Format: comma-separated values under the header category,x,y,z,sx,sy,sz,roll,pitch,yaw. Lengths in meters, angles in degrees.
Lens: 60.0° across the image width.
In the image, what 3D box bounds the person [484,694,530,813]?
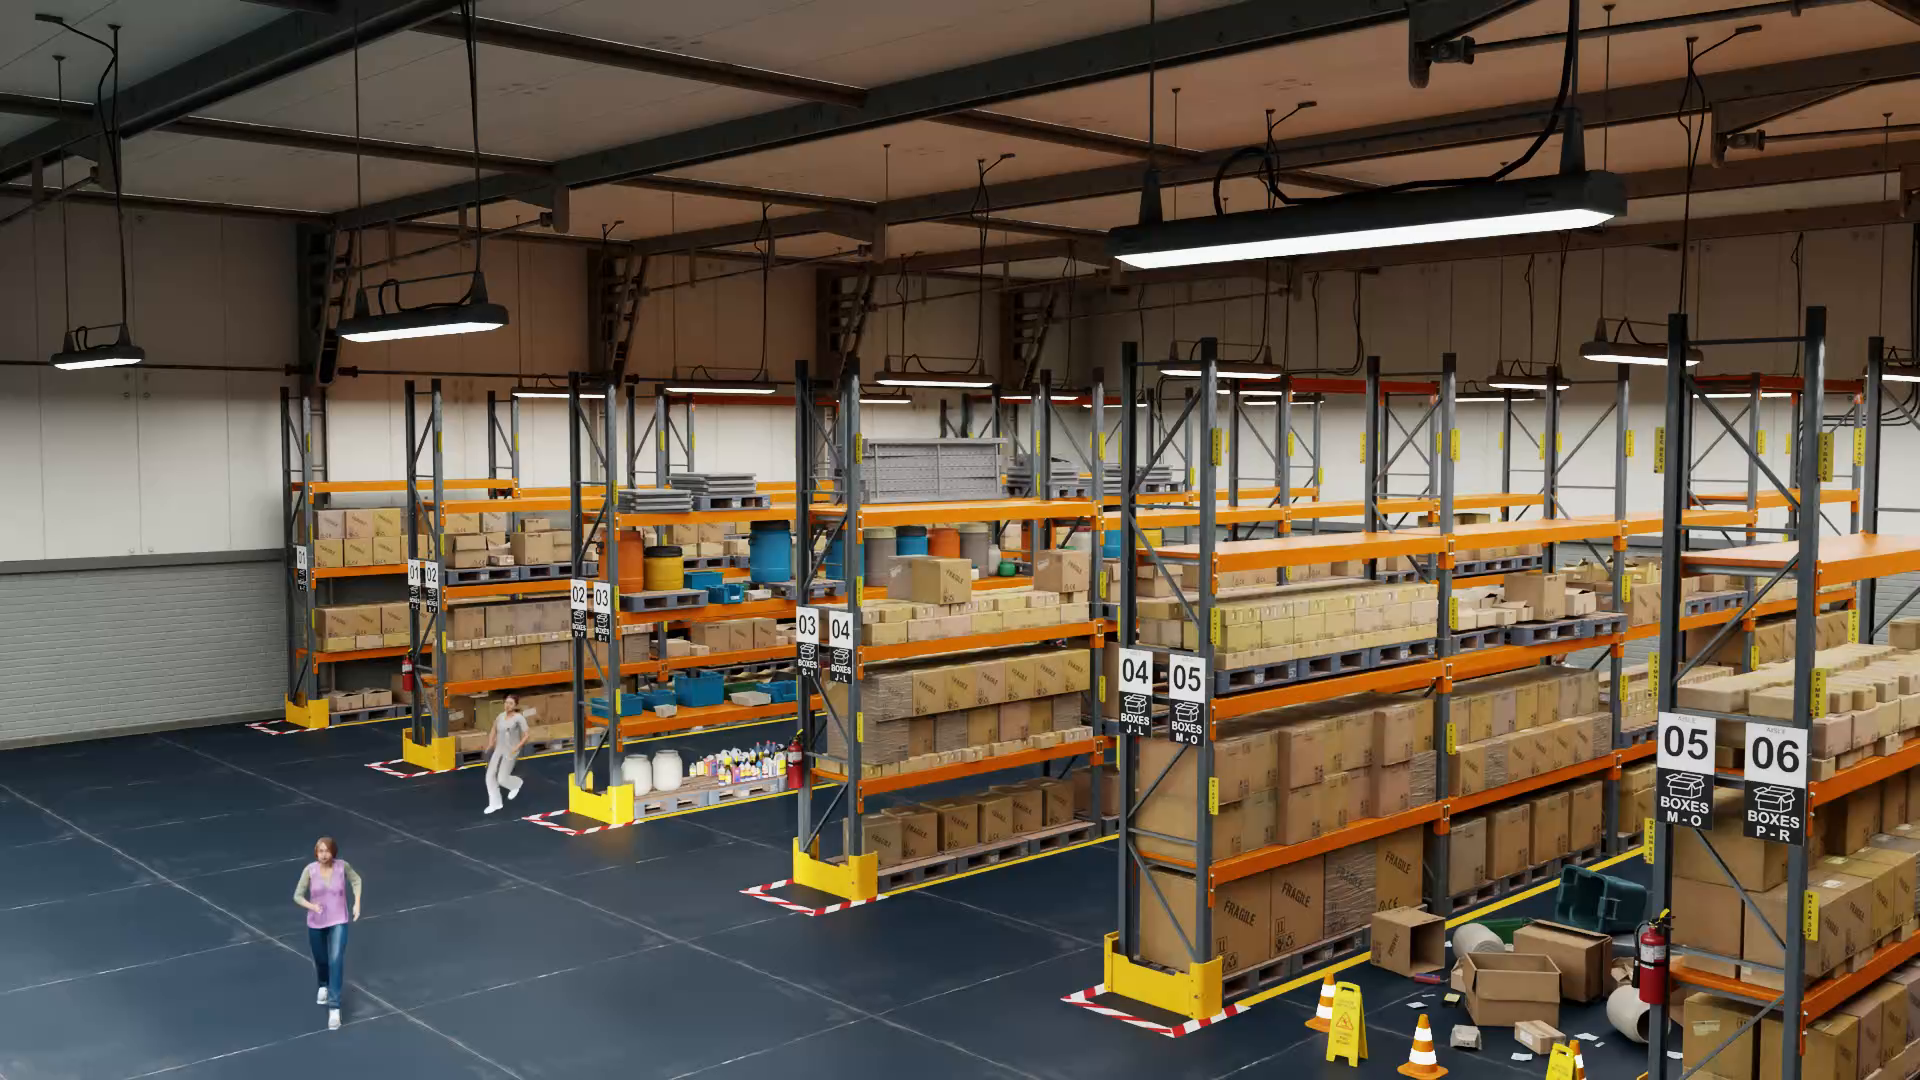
category,x,y,z,sx,sy,sz,roll,pitch,yaw
person,-6.177,2.918,22.843,0.604,1.609,0.616,1,4,21

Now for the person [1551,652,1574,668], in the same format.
category,x,y,z,sx,sy,sz,roll,pitch,yaw
person,9.668,2.569,26.875,0.669,1.748,0.896,3,5,41

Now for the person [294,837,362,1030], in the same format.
category,x,y,z,sx,sy,sz,roll,pitch,yaw
person,-5.593,3.422,14.730,0.557,1.630,0.758,-1,4,-17
